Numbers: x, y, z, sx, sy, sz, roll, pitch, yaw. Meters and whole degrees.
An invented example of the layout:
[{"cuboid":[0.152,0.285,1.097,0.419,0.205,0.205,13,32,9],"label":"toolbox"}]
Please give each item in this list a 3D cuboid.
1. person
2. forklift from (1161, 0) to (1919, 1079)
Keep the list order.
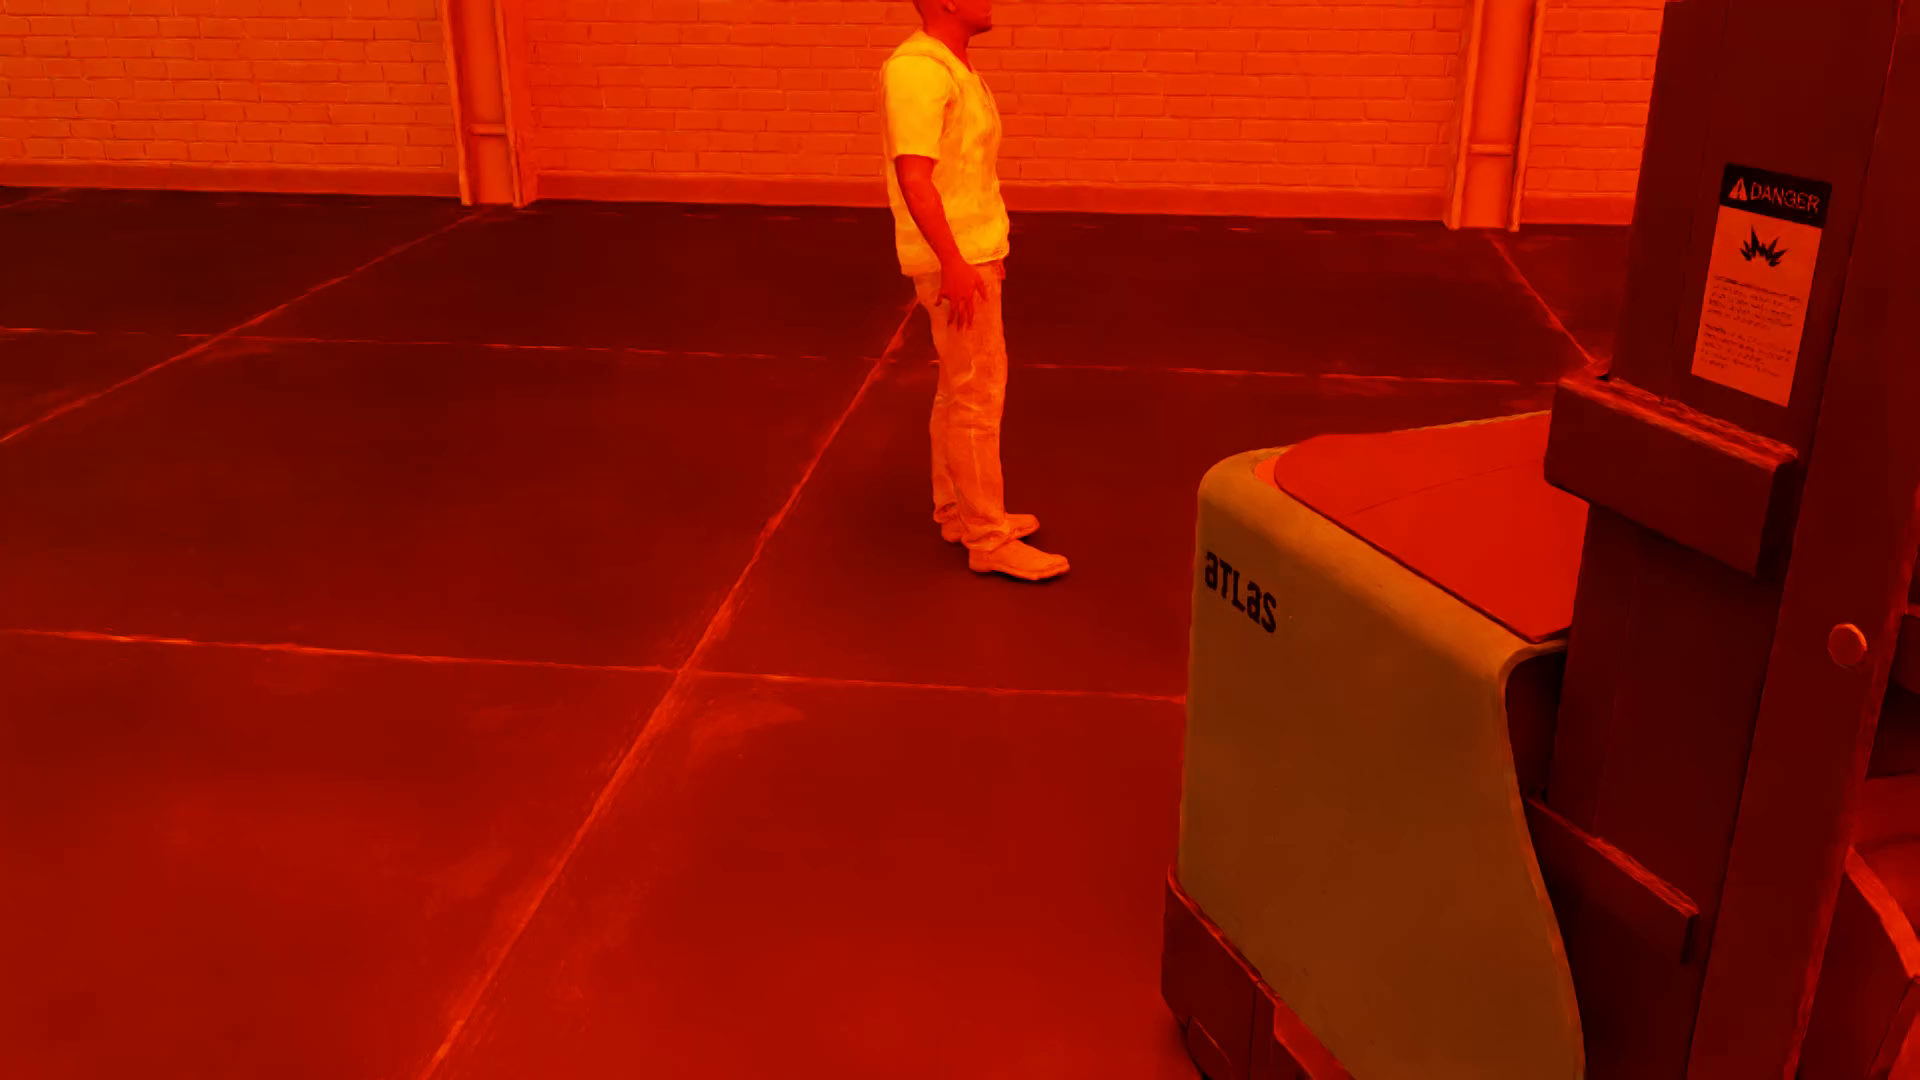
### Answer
[{"cuboid":[0.068,-0.820,4.831,0.576,1.766,0.665,3,22,7],"label":"person"},{"cuboid":[1.369,-0.052,1.383,1.130,2.935,3.031,-8,23,-20],"label":"forklift"}]
